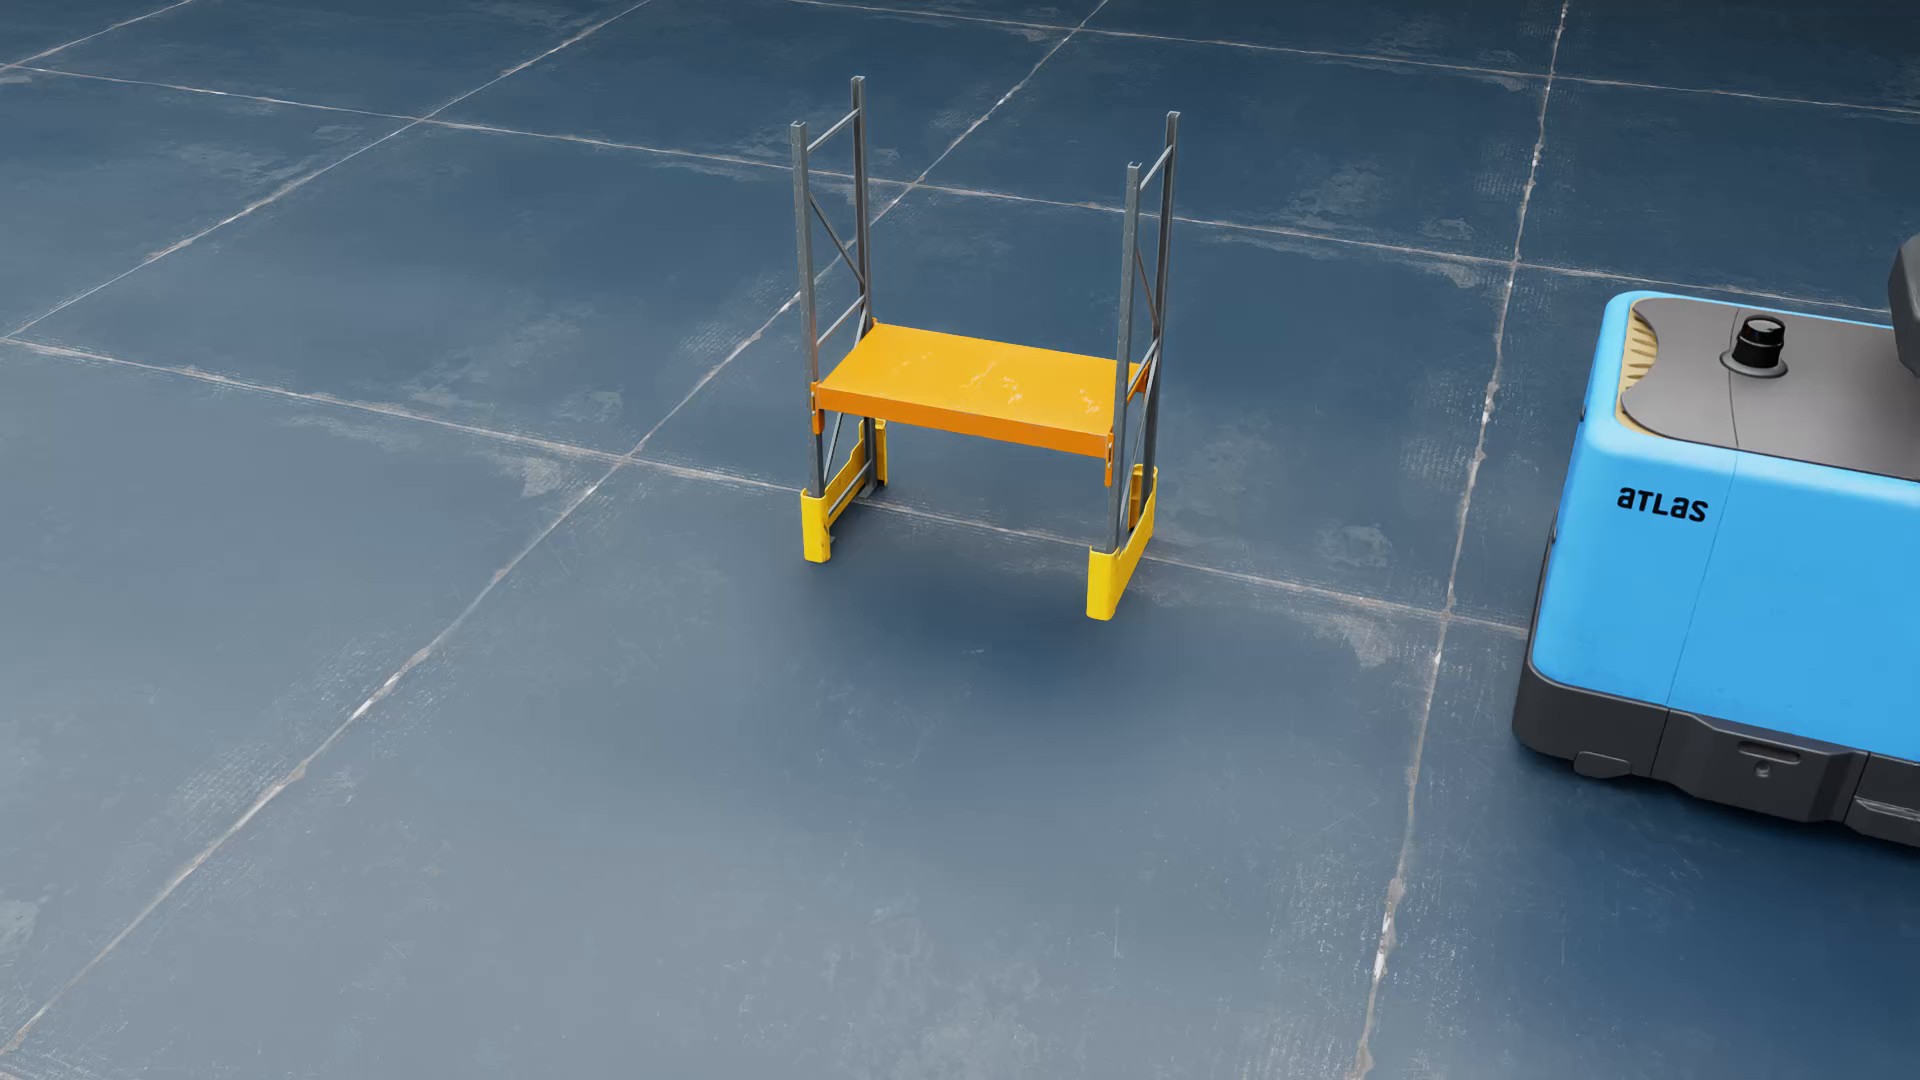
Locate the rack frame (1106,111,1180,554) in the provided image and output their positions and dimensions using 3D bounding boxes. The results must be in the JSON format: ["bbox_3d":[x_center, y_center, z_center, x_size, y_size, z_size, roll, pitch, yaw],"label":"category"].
[{"bbox_3d":[0.559,-0.521,5.175,0.032,1.500,0.500,11,34,16],"label":"rack frame"}]

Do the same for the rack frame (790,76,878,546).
[{"bbox_3d":[-0.398,-0.707,5.463,0.032,1.500,0.500,11,34,16],"label":"rack frame"}]

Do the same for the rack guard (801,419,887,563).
[{"bbox_3d":[-0.397,-0.182,5.802,0.087,0.250,0.587,11,34,16],"label":"rack guard"}]

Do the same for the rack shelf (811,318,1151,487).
[{"bbox_3d":[0.080,-0.463,5.417,1.000,0.185,0.538,11,34,16],"label":"rack shelf"}]

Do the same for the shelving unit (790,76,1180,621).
[{"bbox_3d":[0.072,-0.616,5.322,1.083,1.500,0.587,11,34,16],"label":"shelving unit"}]

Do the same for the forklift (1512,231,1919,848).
[{"bbox_3d":[3.154,-0.547,3.896,3.031,2.935,1.130,12,35,18],"label":"forklift"}]

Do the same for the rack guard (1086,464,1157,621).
[{"bbox_3d":[0.541,0.000,5.519,0.087,0.250,0.587,11,34,16],"label":"rack guard"}]
